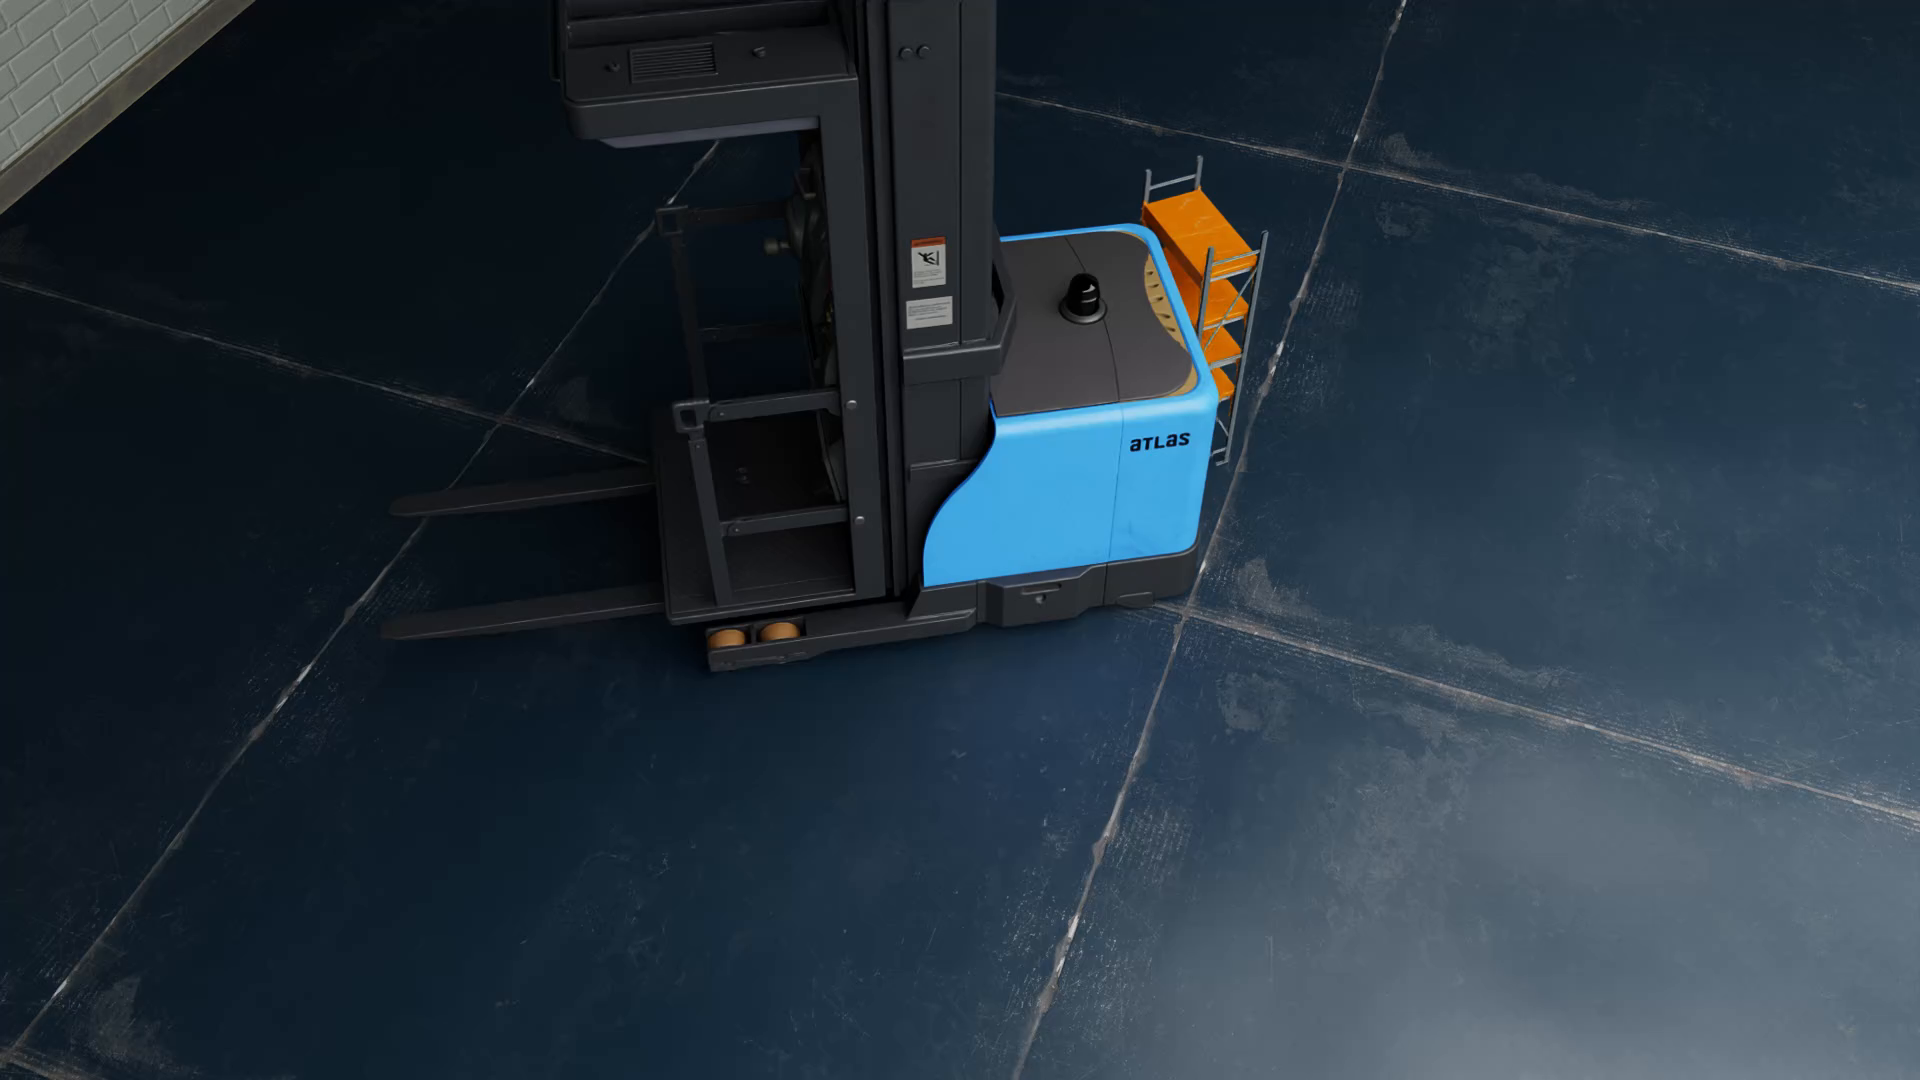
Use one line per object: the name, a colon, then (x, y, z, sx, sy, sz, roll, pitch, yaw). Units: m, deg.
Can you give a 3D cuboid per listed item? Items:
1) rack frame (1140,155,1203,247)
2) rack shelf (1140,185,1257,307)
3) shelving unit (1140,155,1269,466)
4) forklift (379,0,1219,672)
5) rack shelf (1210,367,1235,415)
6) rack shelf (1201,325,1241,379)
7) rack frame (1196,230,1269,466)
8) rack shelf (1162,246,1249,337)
rack frame: (0.806, -1.023, 6.709, 0.240, 1.200, 0.015, -18, 51, -15)
rack shelf: (0.902, -1.111, 6.266, 0.258, 0.148, 0.480, -18, 51, -15)
shelving unit: (0.902, -0.854, 6.563, 0.258, 1.200, 0.503, -18, 51, -15)
forklift: (-0.667, -0.907, 5.463, 3.031, 2.935, 1.130, -8, 50, -6)
rack shelf: (0.902, -0.680, 6.763, 0.258, 0.148, 0.480, -18, 51, -15)
rack shelf: (0.902, -0.810, 6.613, 0.258, 0.148, 0.480, -18, 51, -15)
rack frame: (0.999, -0.684, 6.416, 0.240, 1.200, 0.015, -18, 51, -15)
rack shelf: (0.902, -0.956, 6.444, 0.258, 0.148, 0.480, -18, 51, -15)
